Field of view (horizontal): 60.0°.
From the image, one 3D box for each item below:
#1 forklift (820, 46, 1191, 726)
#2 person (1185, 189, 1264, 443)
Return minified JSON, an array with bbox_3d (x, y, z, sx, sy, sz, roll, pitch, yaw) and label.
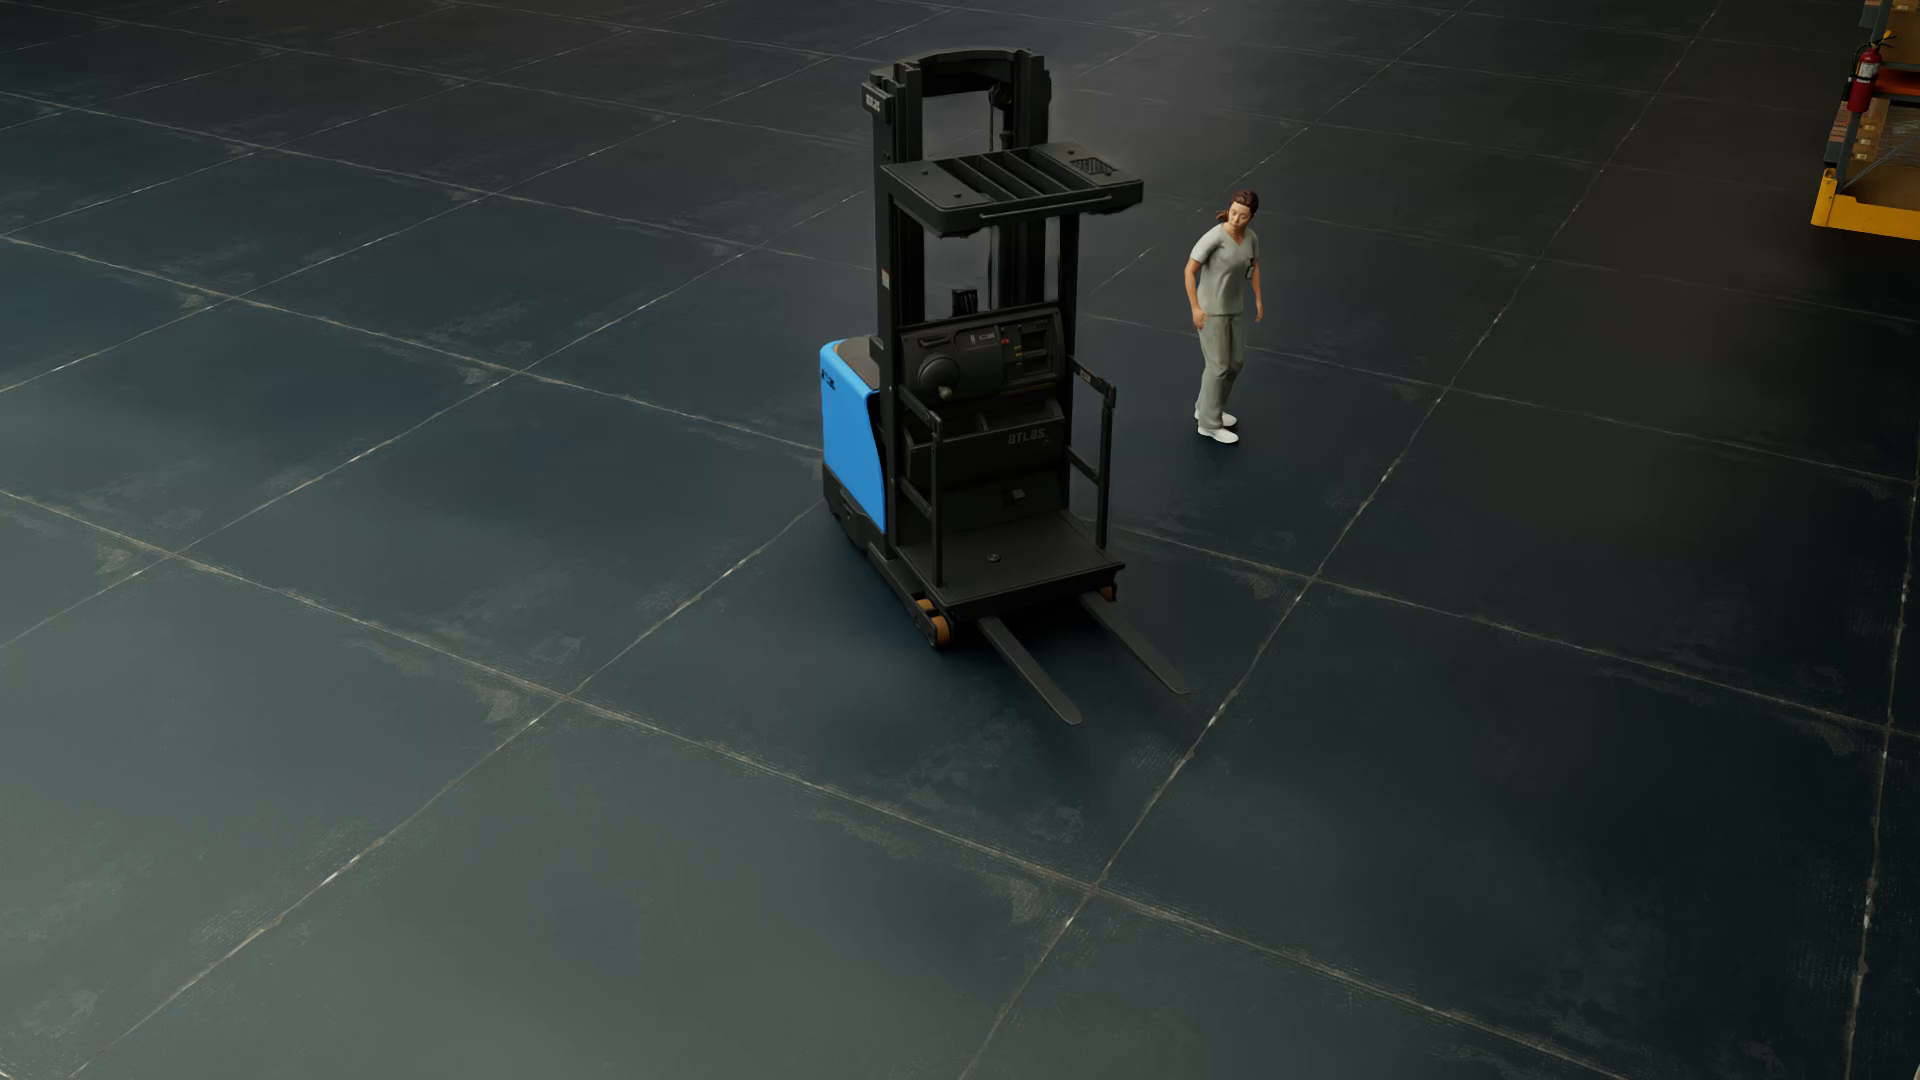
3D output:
[{"bbox_3d":[0.220,-0.940,8.699,1.130,2.935,3.031,-13,32,-21],"label":"forklift"},{"bbox_3d":[1.779,-1.480,10.916,0.646,1.653,0.482,-25,38,-36],"label":"person"}]
